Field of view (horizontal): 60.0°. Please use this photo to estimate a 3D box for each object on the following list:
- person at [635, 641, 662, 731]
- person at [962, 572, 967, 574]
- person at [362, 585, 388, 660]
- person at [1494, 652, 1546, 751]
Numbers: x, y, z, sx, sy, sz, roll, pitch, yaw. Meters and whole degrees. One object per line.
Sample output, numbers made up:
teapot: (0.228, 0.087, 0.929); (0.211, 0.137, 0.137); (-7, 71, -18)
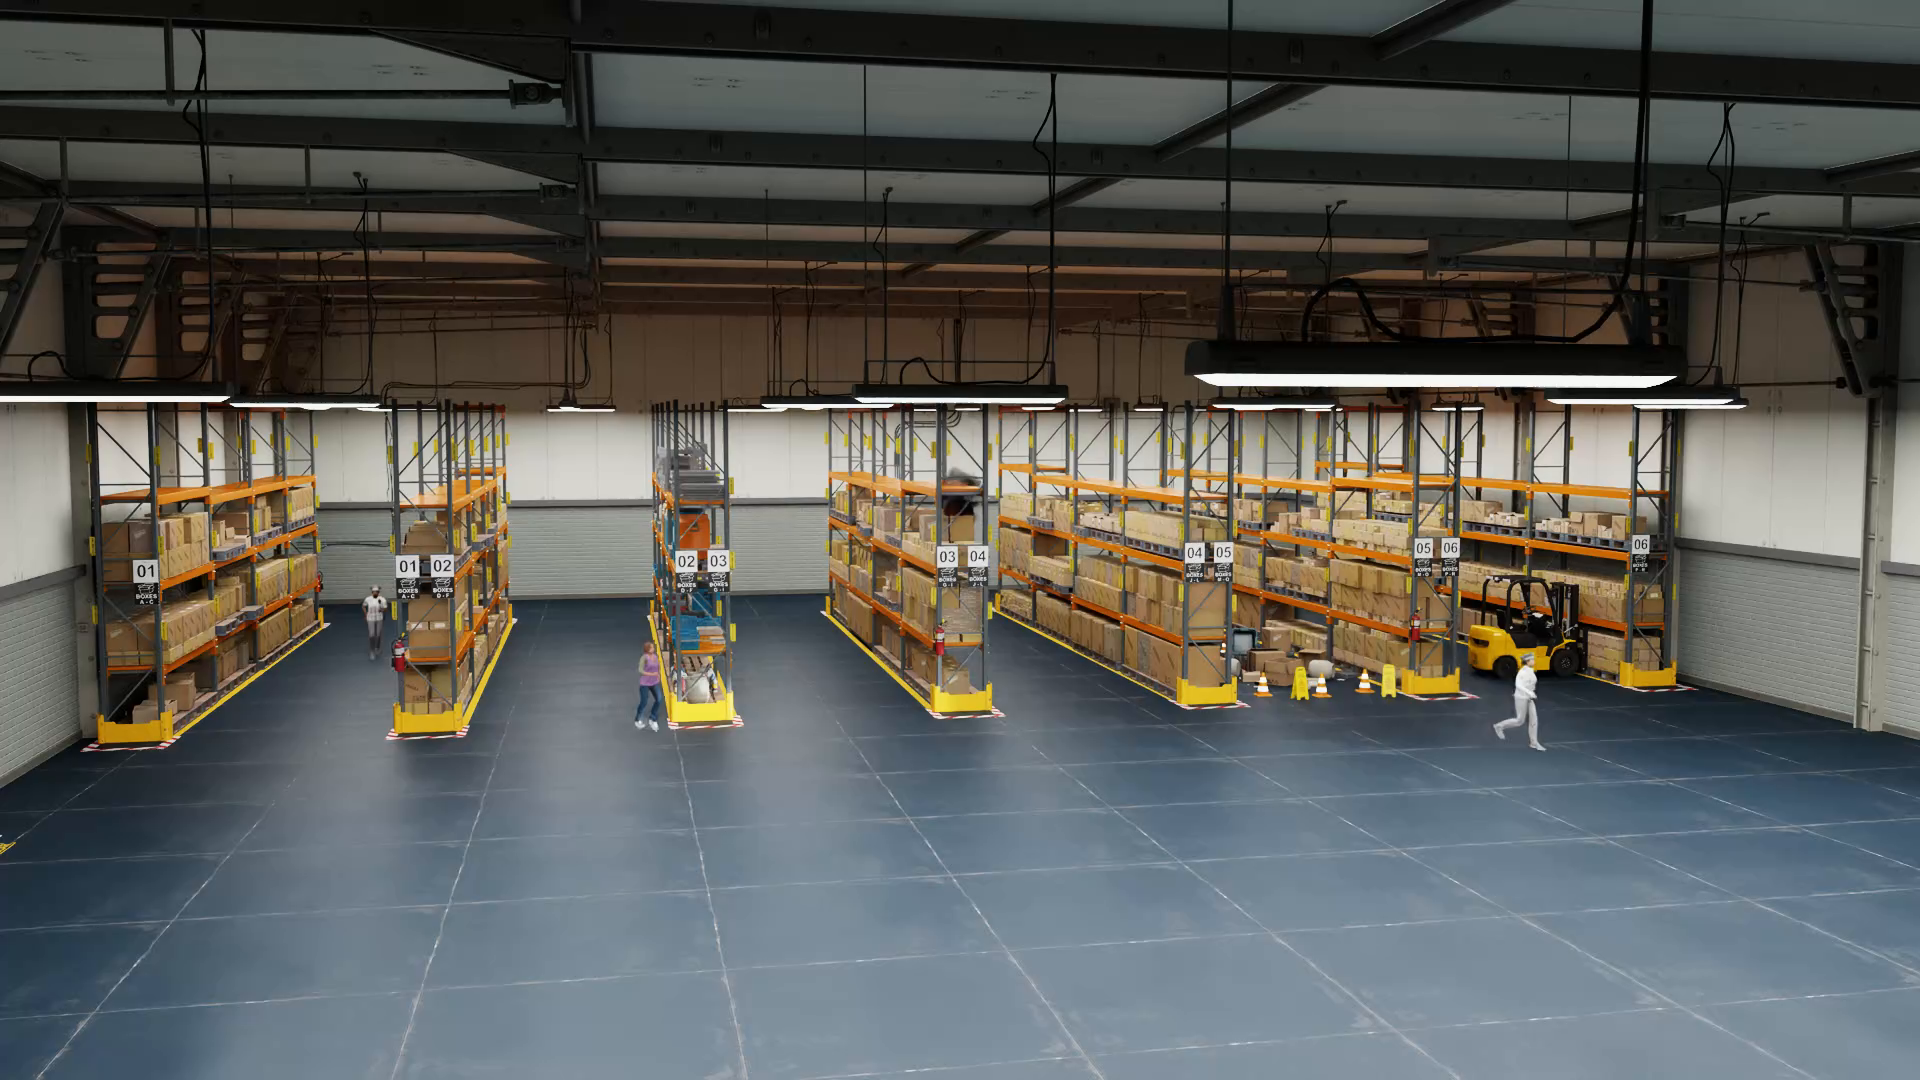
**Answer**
person: (-5.628, 2.654, 30.188); (0.661, 1.634, 0.550); (4, 6, 41)
person: (-0.109, 1.284, 48.605); (0.670, 1.558, 0.501); (2, 5, 24)
person: (-13.758, 1.931, 39.166); (0.563, 1.756, 0.776); (-2, 5, -23)
person: (9.655, 2.742, 28.575); (0.904, 1.686, 0.640); (3, 5, 35)
